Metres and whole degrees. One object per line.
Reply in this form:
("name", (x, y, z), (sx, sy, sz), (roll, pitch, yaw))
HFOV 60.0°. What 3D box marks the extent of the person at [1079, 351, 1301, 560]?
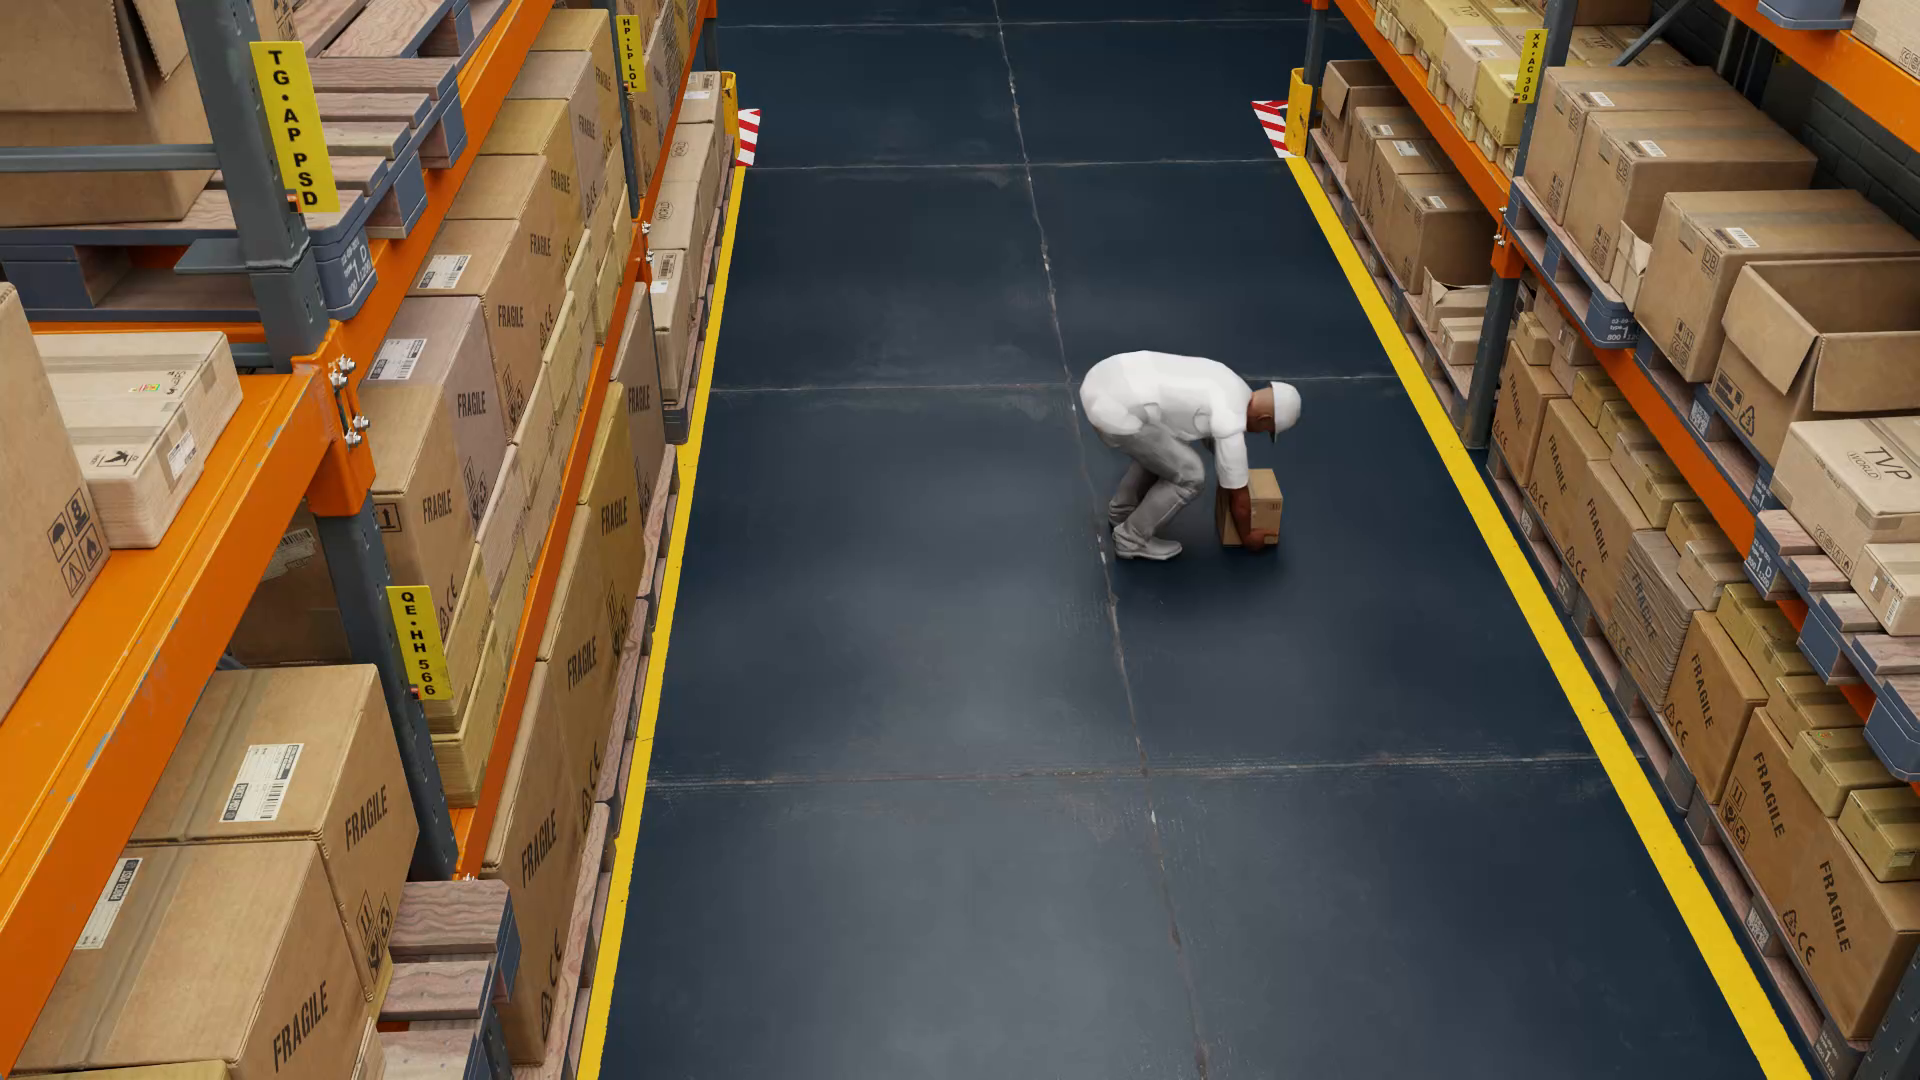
("person", (1.017, -0.407, 7.423), (0.974, 0.938, 0.501), (-3, 35, -4))
